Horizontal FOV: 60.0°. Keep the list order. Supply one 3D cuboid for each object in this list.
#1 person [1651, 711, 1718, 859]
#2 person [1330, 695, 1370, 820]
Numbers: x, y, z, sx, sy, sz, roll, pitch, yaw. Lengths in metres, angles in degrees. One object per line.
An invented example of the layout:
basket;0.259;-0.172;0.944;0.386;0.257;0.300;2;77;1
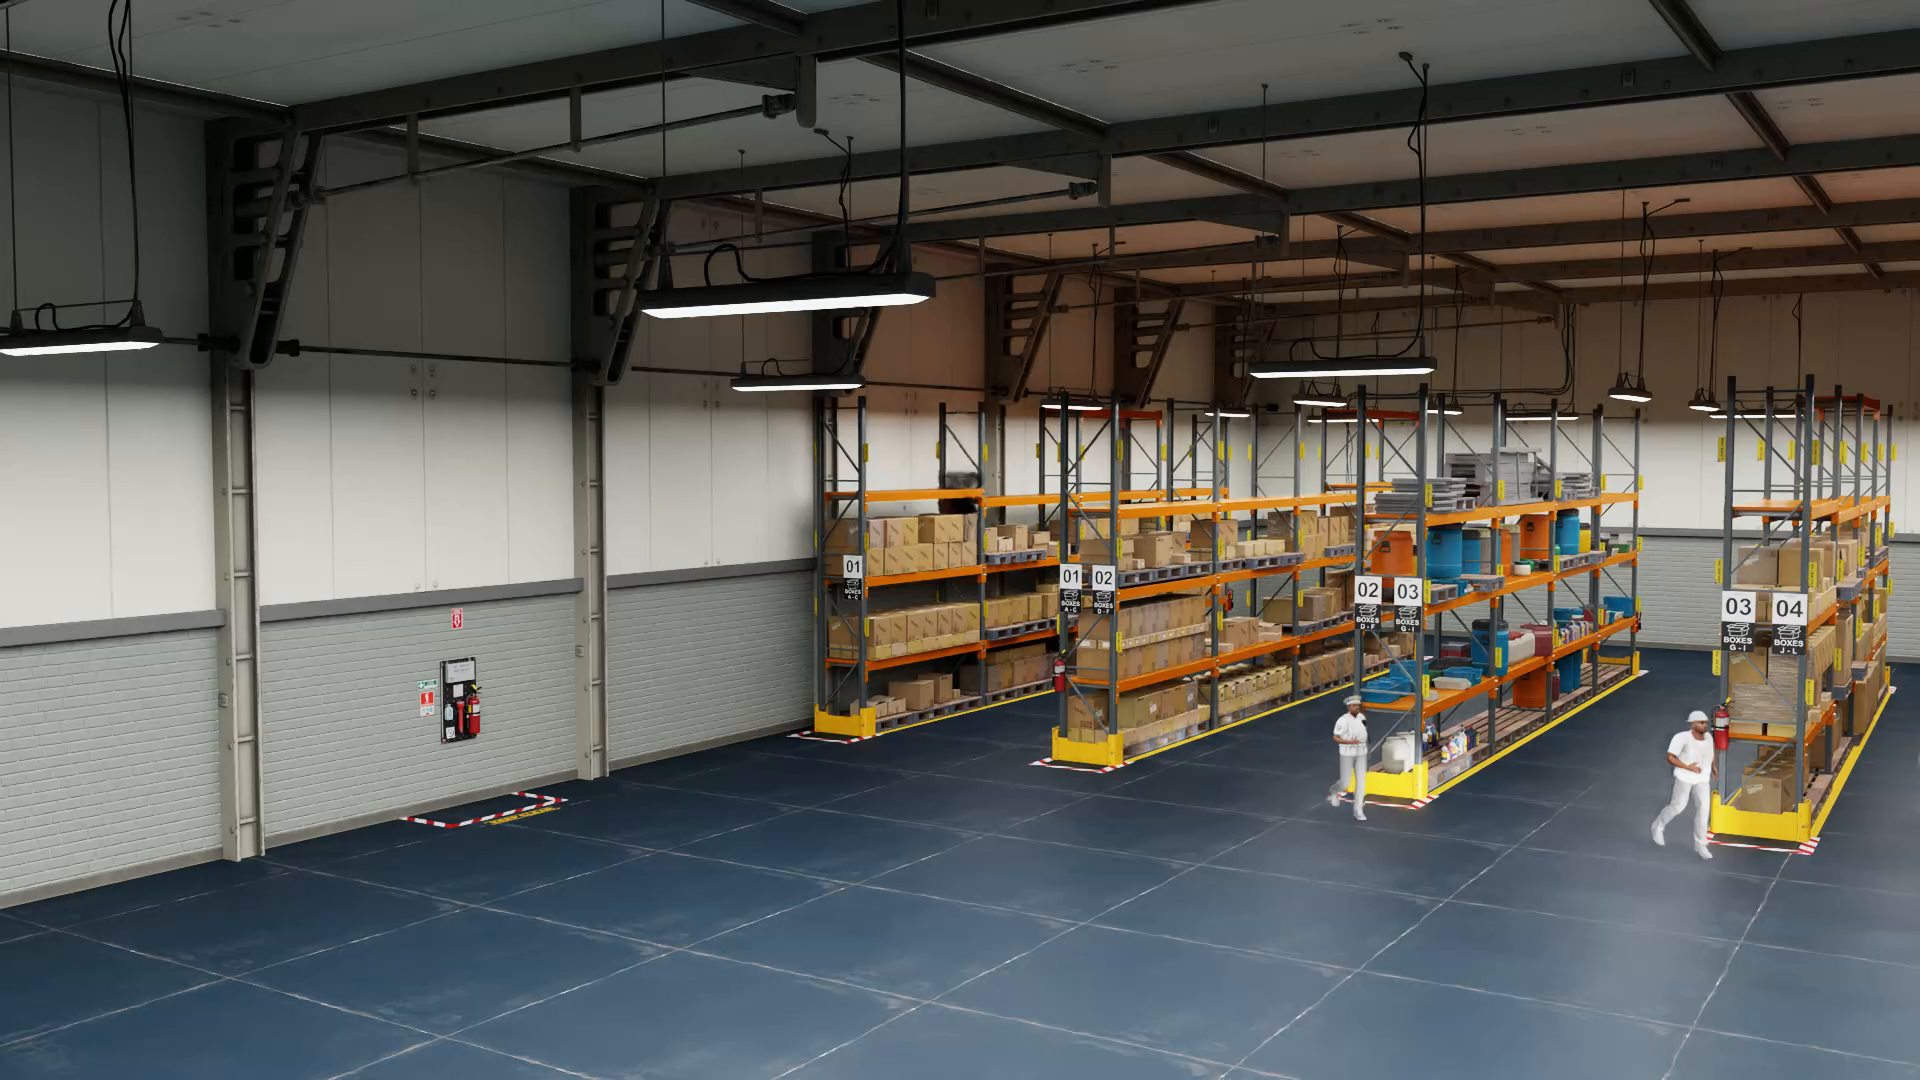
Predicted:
person;9.187;3.012;20.841;0.762;1.772;0.931;-1;3;-11
person;5.378;2.952;22.873;0.594;1.679;0.811;-1;3;-15
